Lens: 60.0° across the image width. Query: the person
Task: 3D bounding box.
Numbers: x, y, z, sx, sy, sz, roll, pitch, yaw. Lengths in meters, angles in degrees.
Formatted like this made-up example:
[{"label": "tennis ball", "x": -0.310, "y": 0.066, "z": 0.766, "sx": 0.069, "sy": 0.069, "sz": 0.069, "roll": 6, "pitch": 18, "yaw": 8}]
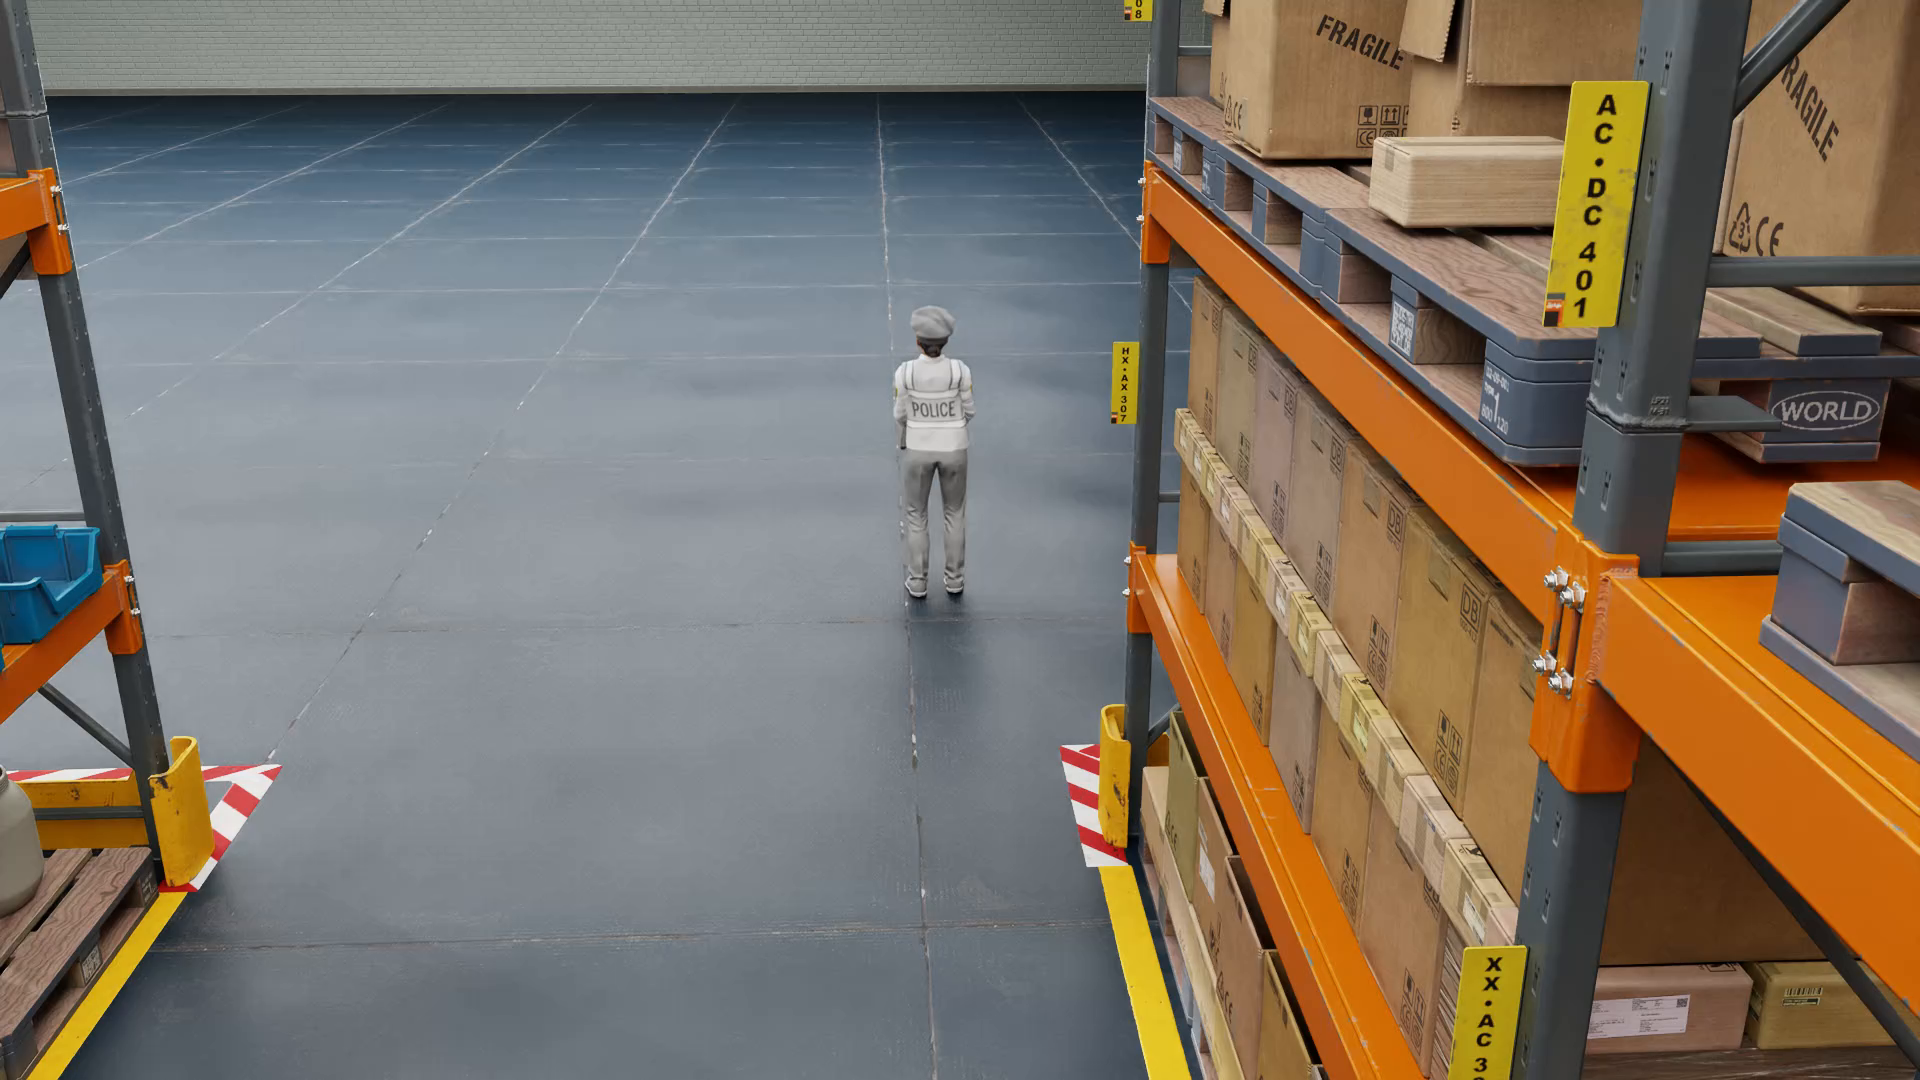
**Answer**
[{"label": "person", "x": -0.145, "y": -0.511, "z": 9.402, "sx": 0.461, "sy": 1.687, "sz": 0.555, "roll": -1, "pitch": 21, "yaw": -3}]
